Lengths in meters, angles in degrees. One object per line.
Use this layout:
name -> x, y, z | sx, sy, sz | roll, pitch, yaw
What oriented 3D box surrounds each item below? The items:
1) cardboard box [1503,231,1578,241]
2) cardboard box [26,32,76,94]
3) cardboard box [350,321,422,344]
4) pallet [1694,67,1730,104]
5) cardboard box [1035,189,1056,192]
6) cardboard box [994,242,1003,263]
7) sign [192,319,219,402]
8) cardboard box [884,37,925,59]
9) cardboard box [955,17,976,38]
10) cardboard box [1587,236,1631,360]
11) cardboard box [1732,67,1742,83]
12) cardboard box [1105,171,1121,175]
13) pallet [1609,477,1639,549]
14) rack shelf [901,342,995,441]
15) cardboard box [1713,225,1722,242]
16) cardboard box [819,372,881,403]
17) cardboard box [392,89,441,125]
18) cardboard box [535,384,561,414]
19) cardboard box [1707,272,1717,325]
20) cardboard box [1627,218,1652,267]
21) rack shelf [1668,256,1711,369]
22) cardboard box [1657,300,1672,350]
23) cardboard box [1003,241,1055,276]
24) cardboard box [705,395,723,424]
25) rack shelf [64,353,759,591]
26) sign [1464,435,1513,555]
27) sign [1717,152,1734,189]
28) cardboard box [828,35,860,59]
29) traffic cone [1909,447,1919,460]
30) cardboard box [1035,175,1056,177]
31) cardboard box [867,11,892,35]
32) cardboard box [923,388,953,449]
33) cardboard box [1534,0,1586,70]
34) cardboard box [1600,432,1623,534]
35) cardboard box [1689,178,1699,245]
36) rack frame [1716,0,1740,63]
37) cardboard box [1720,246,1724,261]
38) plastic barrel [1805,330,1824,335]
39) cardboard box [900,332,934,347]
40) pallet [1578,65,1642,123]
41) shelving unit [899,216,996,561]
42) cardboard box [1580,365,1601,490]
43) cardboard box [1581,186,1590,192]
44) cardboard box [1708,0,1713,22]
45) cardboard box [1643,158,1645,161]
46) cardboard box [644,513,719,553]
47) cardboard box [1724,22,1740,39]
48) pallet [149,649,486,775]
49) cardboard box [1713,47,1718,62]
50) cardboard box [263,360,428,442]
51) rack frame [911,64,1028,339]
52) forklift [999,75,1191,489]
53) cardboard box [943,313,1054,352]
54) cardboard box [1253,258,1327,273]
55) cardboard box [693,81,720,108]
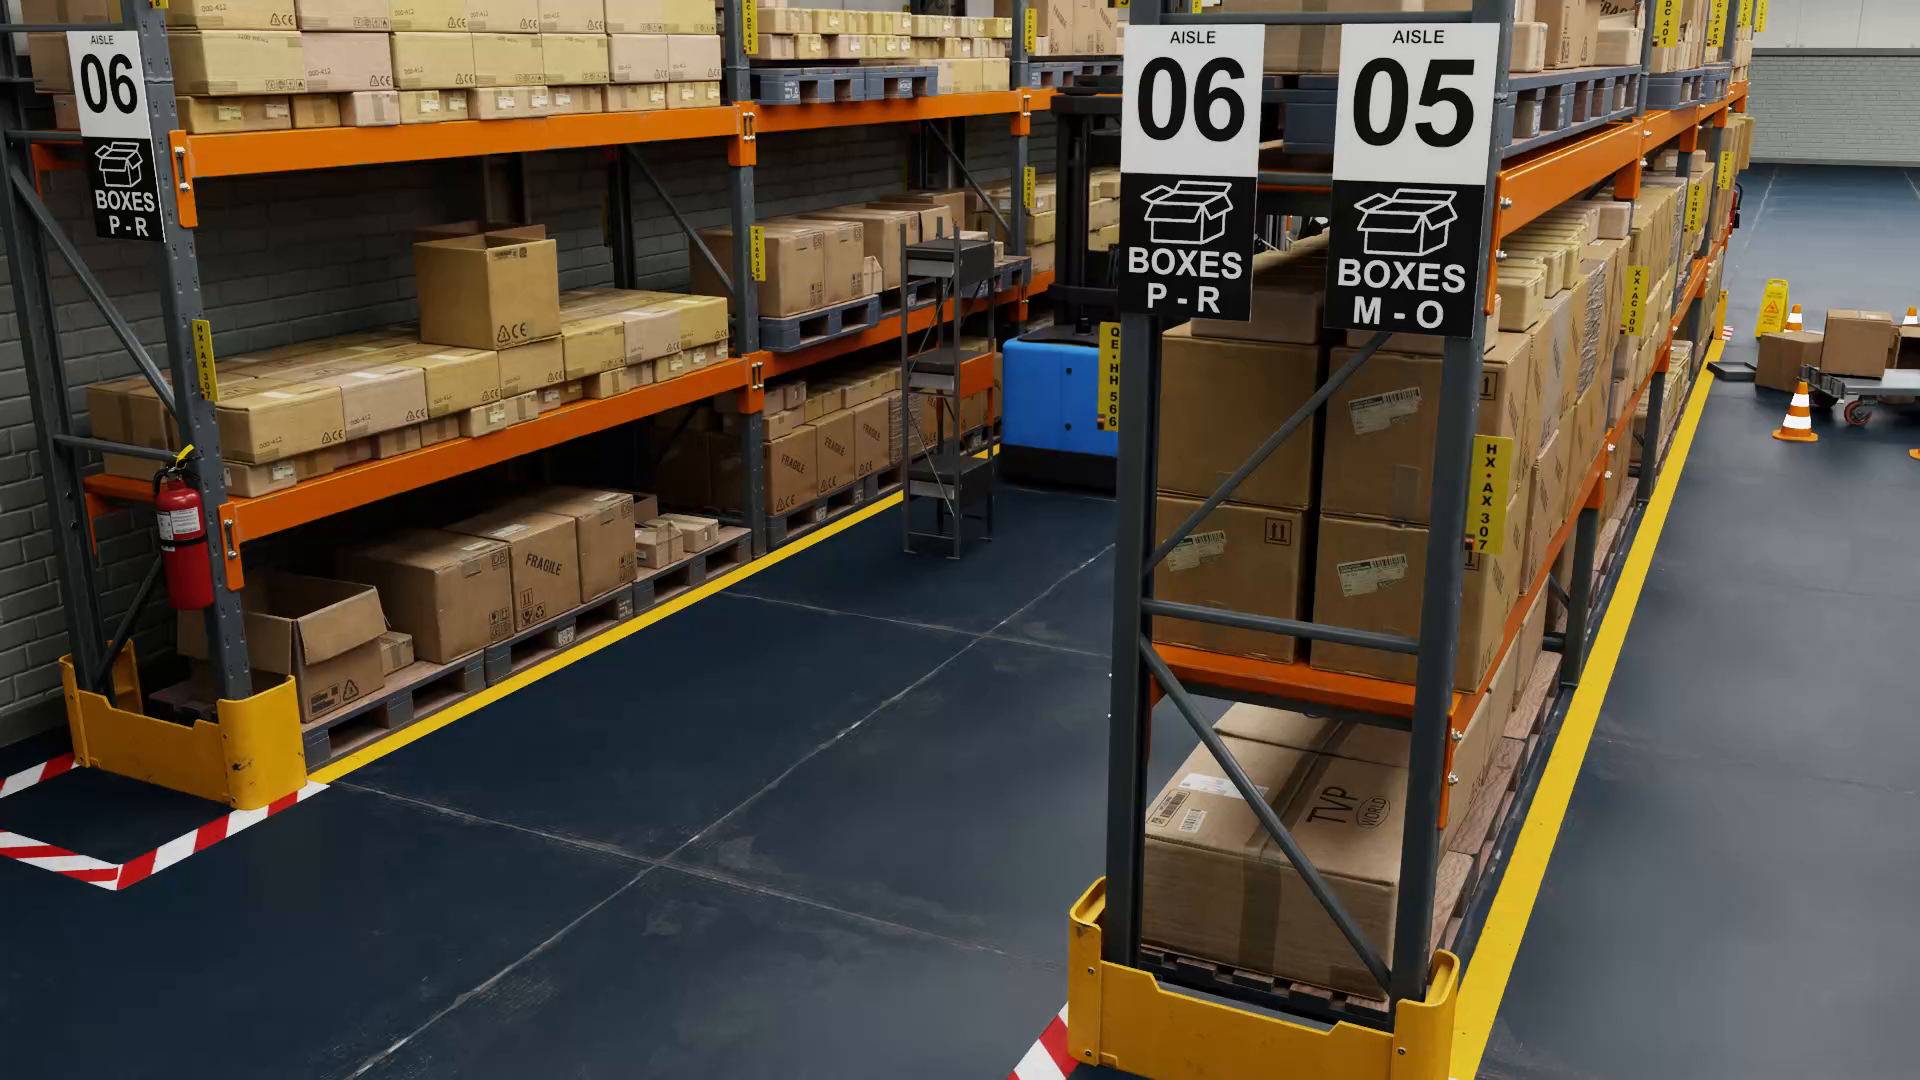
cardboard box -> 2.147, -1.096, 6.375 | 0.380, 0.149, 0.250 | 8, 18, 25
cardboard box -> -3.550, -2.027, 7.054 | 0.500, 0.250, 0.500 | 8, 18, 24
cardboard box -> -2.846, -0.982, 8.804 | 0.500, 0.250, 0.500 | 8, 18, 25
pallet -> 4.272, -2.954, 10.767 | 1.213, 0.211, 1.003 | 9, 19, 28
cardboard box -> 0.686, -2.948, 14.366 | 0.380, 0.149, 0.250 | 9, 19, 27
cardboard box -> 0.119, -2.273, 13.113 | 0.380, 0.149, 0.250 | 8, 19, 26
sign -> -3.020, -0.717, 6.648 | 0.100, 0.325, 0.005 | 8, 18, 25
cardboard box -> -0.472, -3.520, 11.903 | 0.380, 0.149, 0.250 | 9, 19, 27
cardboard box -> -0.105, -3.855, 12.508 | 0.380, 0.149, 0.250 | 7, 18, 24
cardboard box -> 2.761, -1.131, 7.632 | 0.500, 0.500, 0.500 | 8, 18, 25
cardboard box -> 7.312, -4.480, 16.011 | 0.380, 0.149, 0.250 | 8, 18, 24
cardboard box -> 1.647, -3.547, 16.384 | 0.380, 0.149, 0.250 | 8, 18, 25
pallet -> 4.092, -0.250, 11.495 | 1.003, 0.211, 1.213 | 8, 18, 25
rack shelf -> -0.074, -0.951, 10.587 | 0.431, 0.518, 0.480 | 8, 18, 25
cardboard box -> 7.307, -3.040, 16.434 | 0.380, 0.149, 0.250 | 8, 18, 26
cardboard box -> -0.792, -1.102, 11.978 | 0.380, 0.149, 0.250 | 9, 19, 27
cardboard box -> -2.617, -1.991, 7.632 | 0.380, 0.149, 0.250 | 8, 18, 25
cardboard box -> -2.340, -0.765, 8.773 | 0.380, 0.149, 0.250 | 8, 18, 25
cardboard box -> 7.266, -2.425, 16.695 | 0.500, 0.500, 0.500 | 9, 19, 28
cardboard box -> 3.178, -1.362, 8.409 | 0.500, 0.500, 0.500 | 8, 18, 26
rack shelf -> 5.406, -1.942, 13.559 | 1.077, 0.370, 4.000 | 8, 18, 25
cardboard box -> 4.304, -1.412, 10.773 | 0.500, 0.250, 0.500 | 8, 19, 26
cardboard box -> 0.486, -2.418, 14.162 | 0.500, 0.250, 0.500 | 8, 18, 26
cardboard box -> -1.698, -0.902, 11.305 | 0.380, 0.149, 0.250 | 8, 18, 25
rack shelf -> -2.611, -0.535, 8.822 | 1.077, 0.370, 4.000 | 8, 18, 25
sign -> 1.431, -0.121, 4.504 | 0.100, 0.325, 0.005 | 8, 18, 25
sign -> 6.797, -3.282, 14.772 | 0.100, 0.325, 0.005 | 8, 18, 25
cardboard box -> -0.867, -3.174, 10.701 | 0.380, 0.149, 0.250 | 8, 18, 26
traffic cone -> 7.763, -0.886, 13.193 | 0.336, 0.463, 0.334 | 8, 18, 25
cardboard box -> 0.891, -3.406, 15.908 | 0.380, 0.149, 0.250 | 8, 18, 25
cardboard box -> -0.678, -3.456, 11.129 | 0.380, 0.149, 0.250 | 8, 18, 26
cardboard box -> -0.392, -1.017, 12.831 | 0.500, 0.500, 0.500 | 9, 19, 28
cardboard box -> 1.972, -1.970, 6.030 | 0.500, 0.500, 0.500 | 8, 19, 26
cardboard box -> 3.727, -0.569, 10.664 | 0.875, 0.875, 0.875 | 8, 18, 26
cardboard box -> 5.378, -2.525, 12.820 | 0.500, 0.500, 0.500 | 8, 19, 26
rack frame -> 6.299, -5.672, 14.318 | 1.000, 3.000, 0.127 | 8, 18, 25
cardboard box -> 7.858, -3.030, 17.593 | 0.380, 0.149, 0.250 | 9, 19, 27
plastic barrel -> 8.518, -1.862, 16.549 | 0.421, 0.421, 0.512 | -7, 18, -22
cardboard box -> -0.442, -1.629, 13.755 | 0.380, 0.149, 0.250 | 9, 19, 28
pallet -> 2.350, -1.947, 7.200 | 1.003, 0.211, 1.213 | 8, 18, 25
shelving unit -> -0.074, -0.964, 10.583 | 0.431, 2.100, 0.503 | 8, 18, 25
cardboard box -> 2.521, -0.524, 7.346 | 0.500, 0.500, 0.500 | 8, 18, 24
cardboard box -> 3.615, -1.953, 10.400 | 0.500, 0.500, 0.500 | 9, 19, 27
cardboard box -> 4.478, -3.351, 10.852 | 0.797, 0.503, 0.637 | 7, 18, 22
cardboard box -> 7.627, -3.921, 18.258 | 0.500, 0.500, 0.500 | 8, 18, 25
cardboard box -> -1.704, -0.045, 10.177 | 0.380, 0.149, 0.250 | 7, 18, 24
cardboard box -> 6.732, -4.535, 14.797 | 0.380, 0.149, 0.250 | 8, 18, 24
pallet -> -3.116, 0.744, 8.150 | 1.003, 0.211, 1.213 | 8, 18, 25
cardboard box -> 6.168, -4.197, 14.144 | 0.500, 0.250, 0.500 | 8, 18, 24
cardboard box -> -2.836, -0.651, 7.689 | 0.500, 0.250, 0.500 | 8, 18, 26
rack frame -> 0.070, -2.408, 13.865 | 1.000, 3.000, 0.127 | 8, 18, 25
forklift -> 1.406, -2.142, 13.088 | 1.130, 2.935, 3.031 | 8, 18, 25
cardboard box -> 0.361, -1.628, 14.672 | 0.875, 0.625, 0.625 | 9, 19, 27
cardboard box -> 1.050, -0.839, 5.511 | 0.380, 0.149, 0.250 | 8, 18, 25
cardboard box -> -1.614, -2.578, 9.608 | 0.380, 0.149, 0.250 | 8, 18, 25
